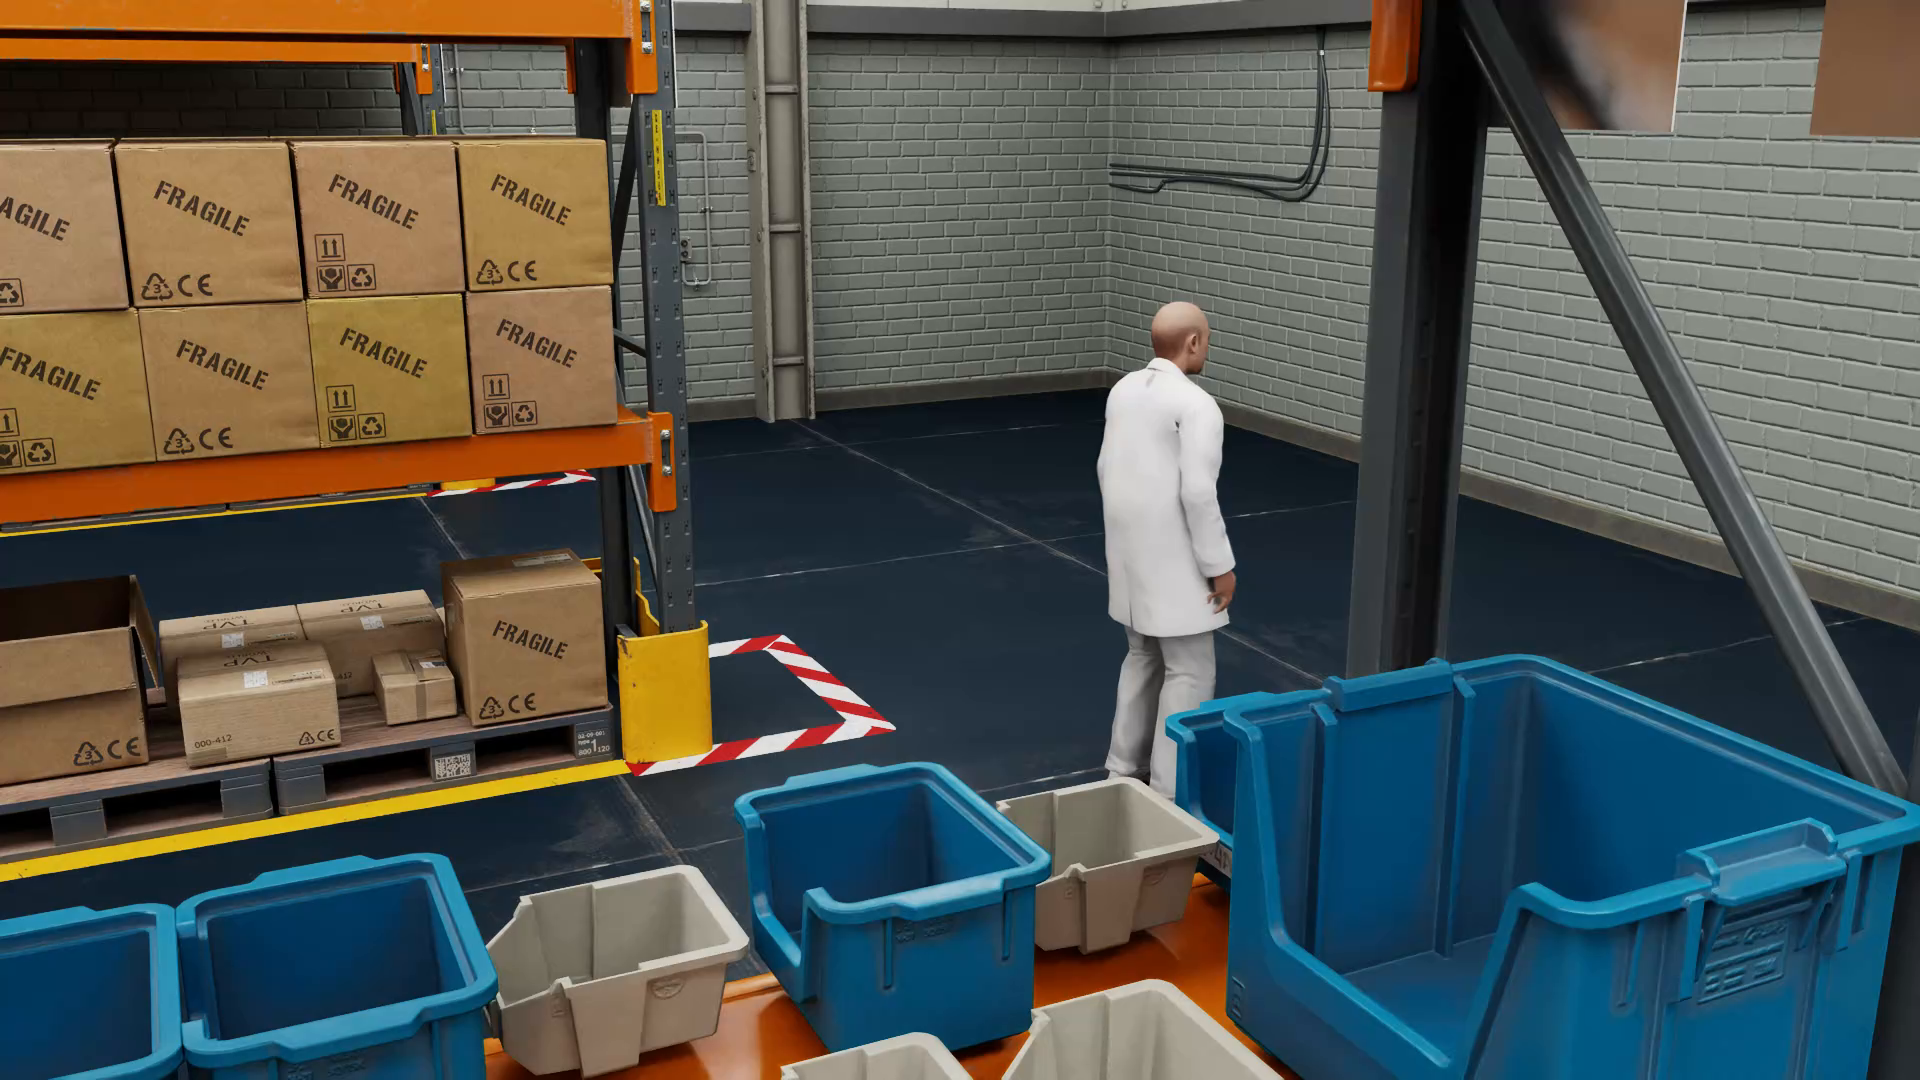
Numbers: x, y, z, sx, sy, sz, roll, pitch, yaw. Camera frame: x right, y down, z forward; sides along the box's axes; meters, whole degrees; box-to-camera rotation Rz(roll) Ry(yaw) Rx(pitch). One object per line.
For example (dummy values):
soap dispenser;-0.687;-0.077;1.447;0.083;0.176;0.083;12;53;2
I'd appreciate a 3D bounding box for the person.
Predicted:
person;0.719;0.060;5.823;0.420;1.775;0.654;-8;17;-28
